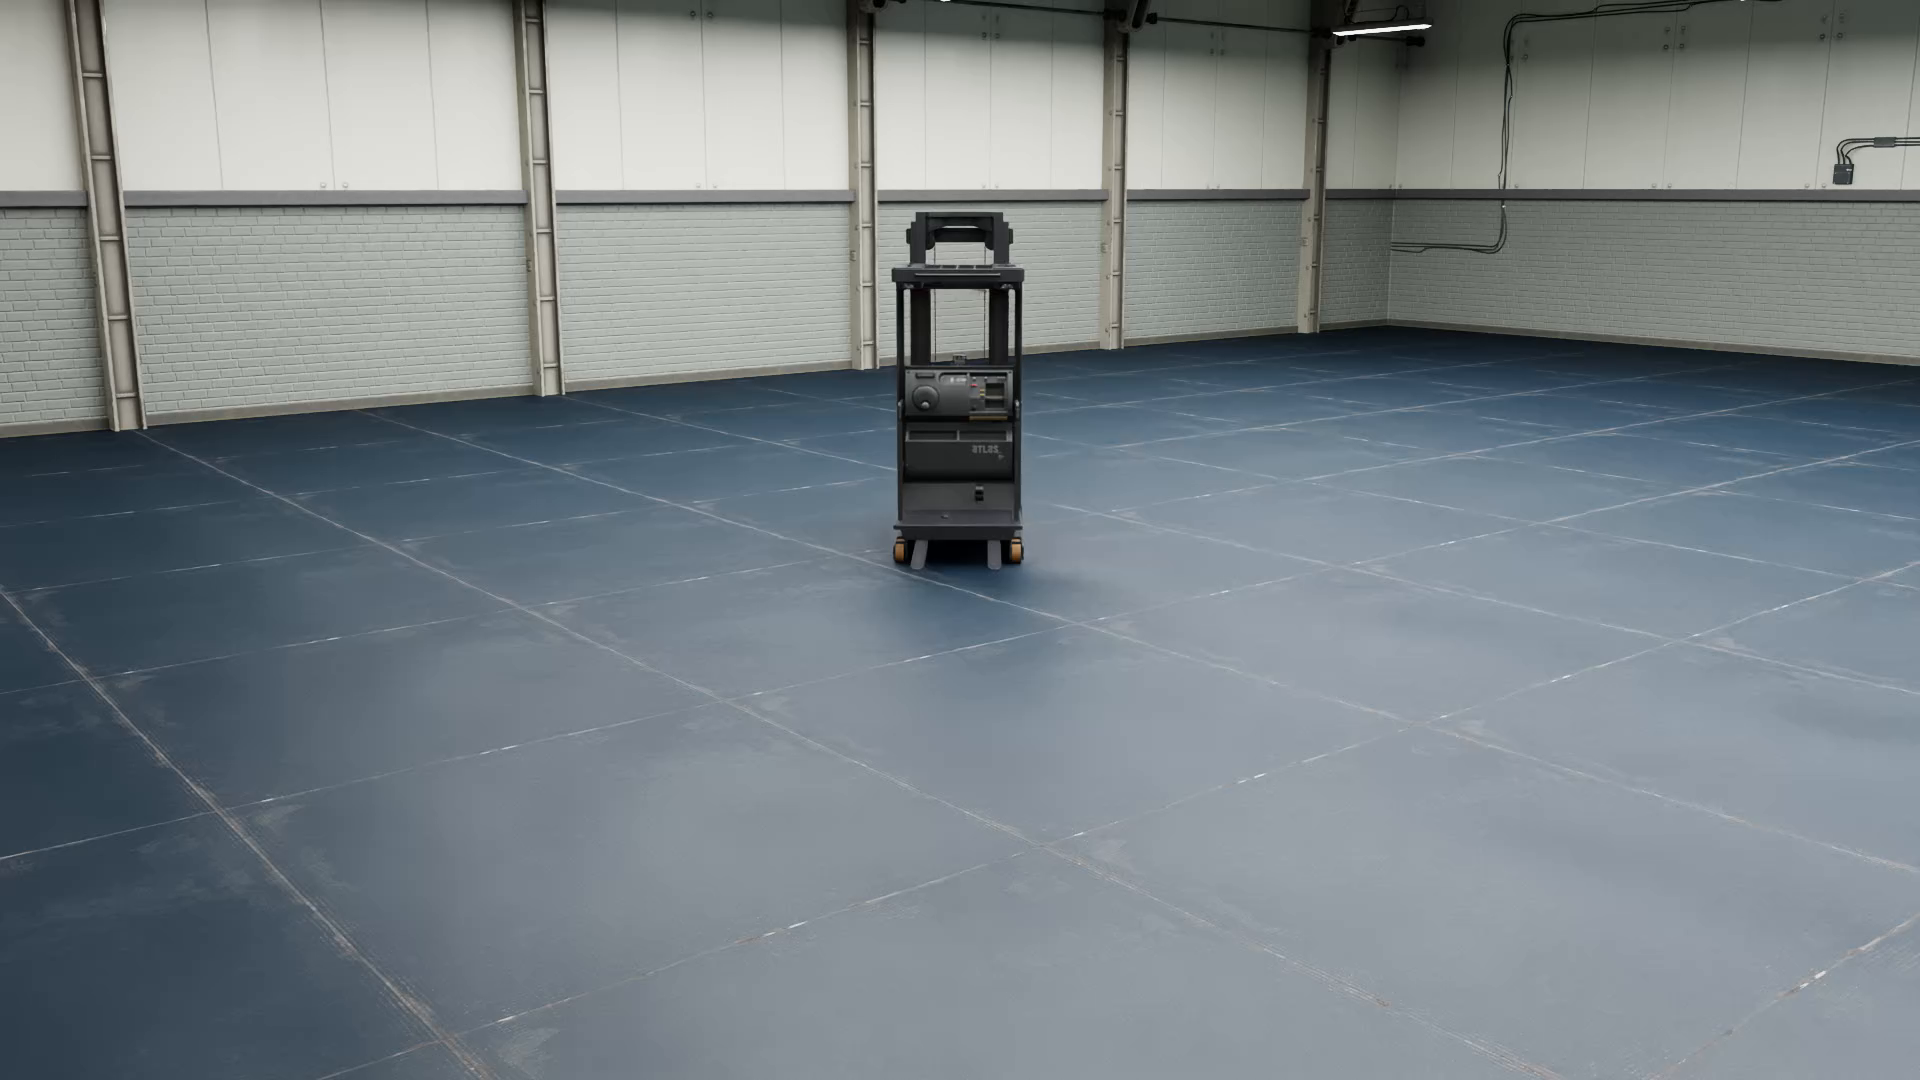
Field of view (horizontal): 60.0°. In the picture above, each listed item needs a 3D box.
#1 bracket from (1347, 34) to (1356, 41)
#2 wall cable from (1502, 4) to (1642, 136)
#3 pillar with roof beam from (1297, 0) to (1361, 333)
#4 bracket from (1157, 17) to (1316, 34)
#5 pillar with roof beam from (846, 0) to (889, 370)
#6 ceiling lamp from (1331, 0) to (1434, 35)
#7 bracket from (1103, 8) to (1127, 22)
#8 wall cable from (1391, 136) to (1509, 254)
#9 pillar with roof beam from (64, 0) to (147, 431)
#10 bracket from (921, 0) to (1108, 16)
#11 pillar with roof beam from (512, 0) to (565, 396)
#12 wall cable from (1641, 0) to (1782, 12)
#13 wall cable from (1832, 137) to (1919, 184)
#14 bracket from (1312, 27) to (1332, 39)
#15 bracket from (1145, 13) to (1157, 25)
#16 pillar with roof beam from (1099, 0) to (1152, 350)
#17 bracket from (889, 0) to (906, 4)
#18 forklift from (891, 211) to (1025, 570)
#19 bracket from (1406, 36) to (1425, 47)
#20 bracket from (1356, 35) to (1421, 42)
[{"bbox_3d":[8.239,-10.751,35.429,0.430,0.232,0.235,-9,15,-38],"label":"bracket"},{"bbox_3d":[12.510,-9.675,34.342,0.112,2.526,3.097,-9,15,-38],"label":"wall cable"},{"bbox_3d":[10.383,-8.296,32.532,0.548,9.000,9.100,-9,15,-38],"label":"pillar with roof beam"},{"bbox_3d":[5.579,-10.309,33.348,4.783,0.066,0.076,-9,15,-38],"label":"bracket"},{"bbox_3d":[1.013,-6.739,25.199,0.548,9.000,9.100,-9,15,-38],"label":"pillar with roof beam"},{"bbox_3d":[7.643,-10.578,29.225,0.800,3.185,2.000,-9,15,-38],"label":"ceiling lamp"},{"bbox_3d":[2.906,-9.865,31.255,0.430,0.232,0.235,-9,15,-38],"label":"bracket"},{"bbox_3d":[10.820,-7.643,36.933,0.112,2.526,3.097,-9,15,-38],"label":"wall cable"},{"bbox_3d":[-8.358,-5.182,17.866,0.400,9.000,9.100,-9,15,-38],"label":"pillar with roof beam"},{"bbox_3d":[0.894,-9.531,29.681,4.783,0.066,0.076,-9,15,-38],"label":"bracket"},{"bbox_3d":[-3.672,-5.960,21.533,0.400,9.000,9.100,-9,15,-38],"label":"pillar with roof beam"},{"bbox_3d":[14.443,-11.398,31.506,0.112,2.526,3.097,-9,15,-38],"label":"wall cable"},{"bbox_3d":[16.738,-9.284,28.997,0.169,6.003,2.305,-9,15,-38],"label":"wall cable"},{"bbox_3d":[7.591,-10.643,34.922,0.430,0.232,0.235,-9,15,-38],"label":"bracket"},{"bbox_3d":[3.554,-9.973,31.763,0.430,0.232,0.235,-9,15,-38],"label":"bracket"},{"bbox_3d":[5.698,-7.517,28.866,0.548,9.000,9.100,-9,15,-38],"label":"pillar with roof beam"},{"bbox_3d":[-1.131,-9.194,28.096,0.430,0.232,0.235,-9,15,-38],"label":"bracket"},{"bbox_3d":[-0.010,-1.304,14.214,1.130,2.935,3.031,0,12,1],"label":"forklift"},{"bbox_3d":[10.090,-11.059,36.877,0.430,0.232,0.235,-9,15,-38],"label":"bracket"},{"bbox_3d":[9.629,-10.982,36.517,3.189,0.066,0.076,-9,15,-38],"label":"bracket"}]
